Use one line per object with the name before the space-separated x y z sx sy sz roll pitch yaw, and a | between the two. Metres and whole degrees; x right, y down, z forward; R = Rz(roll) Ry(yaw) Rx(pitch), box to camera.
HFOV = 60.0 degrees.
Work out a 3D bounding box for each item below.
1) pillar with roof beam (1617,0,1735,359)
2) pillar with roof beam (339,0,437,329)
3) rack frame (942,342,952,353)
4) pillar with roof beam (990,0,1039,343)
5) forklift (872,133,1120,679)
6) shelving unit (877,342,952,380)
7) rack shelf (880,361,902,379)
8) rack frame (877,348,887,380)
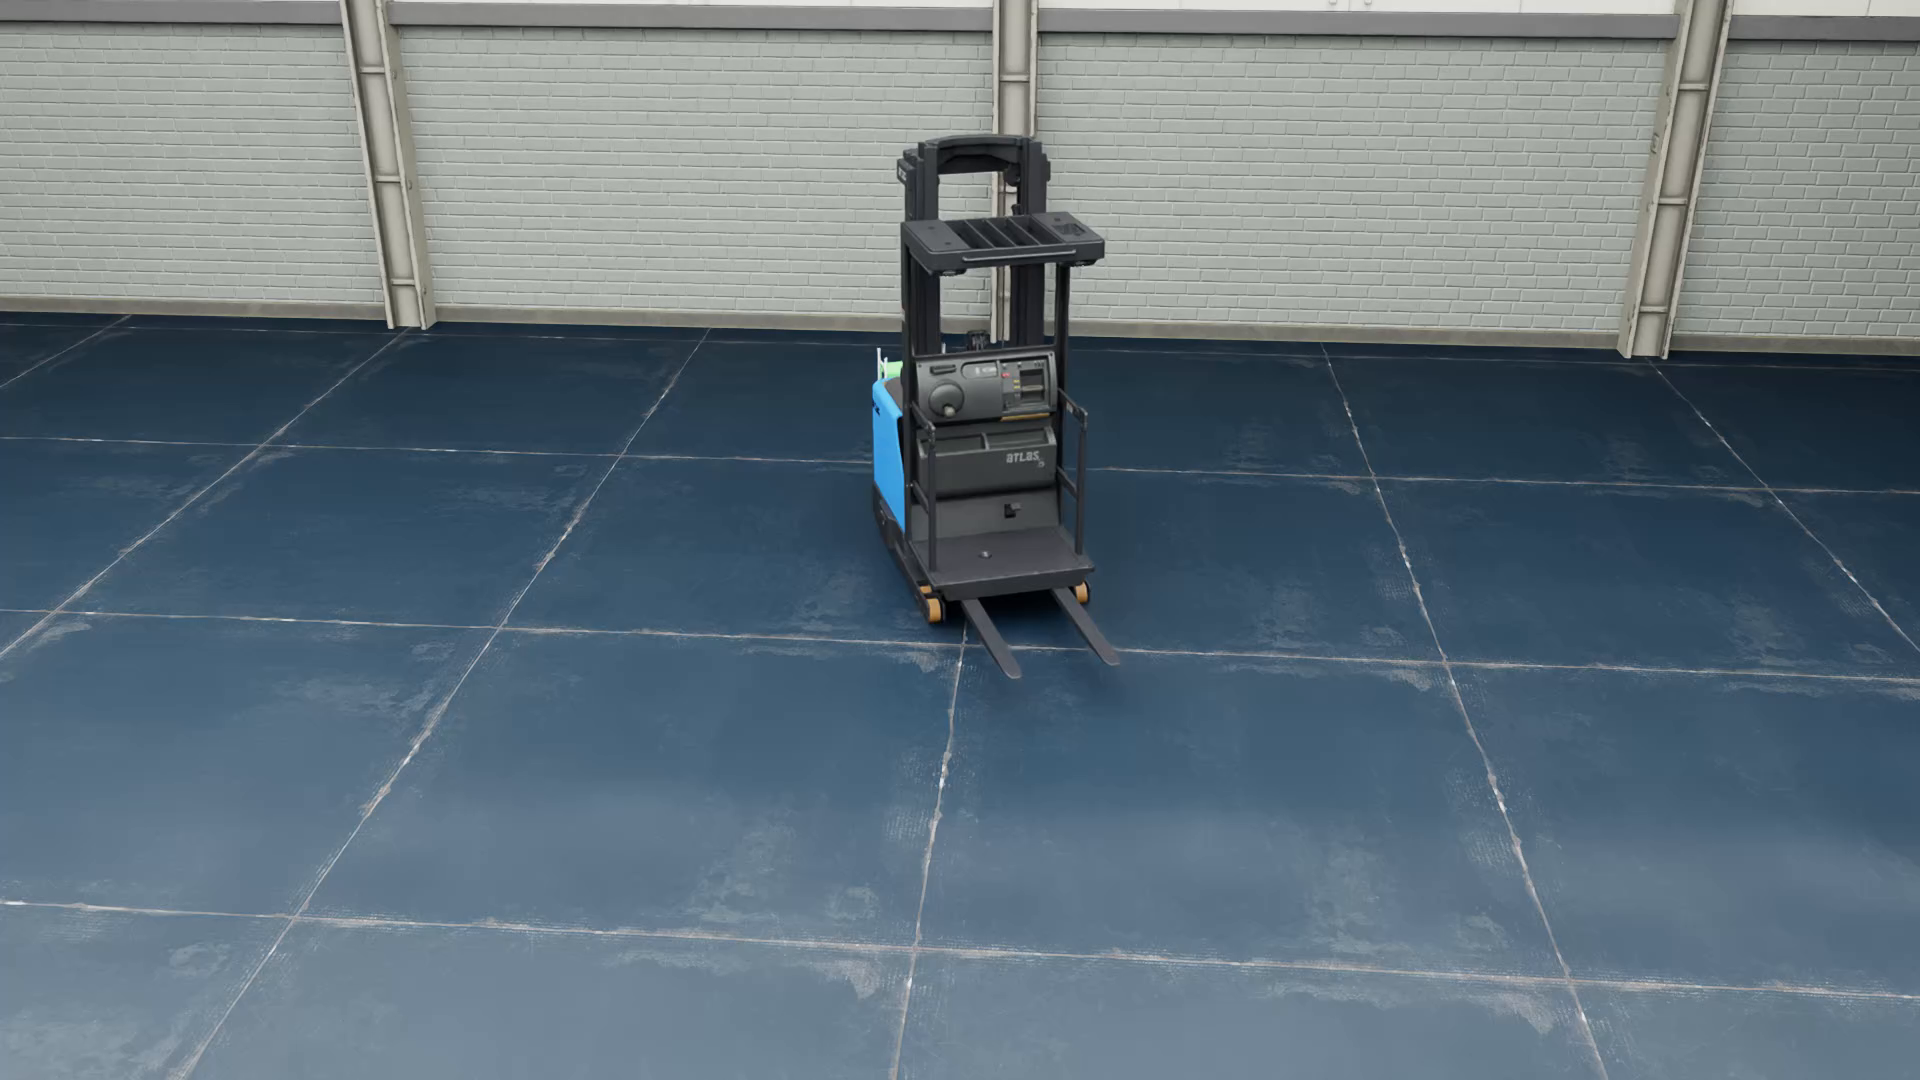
pillar with roof beam | 6.156 -4.070 10.041 0.400 9.000 9.100 2 25 4
pillar with roof beam | -5.809 -4.454 10.876 0.400 9.000 9.100 2 25 4
rack frame | -0.094 -0.865 12.406 0.015 1.200 0.240 -7 26 -14
pillar with roof beam | 0.173 -4.262 10.459 0.400 9.000 9.100 2 25 4
forklift | 0.232 -0.969 10.561 1.130 2.935 3.031 -6 25 -14
shelving unit | -0.329 -0.838 12.347 0.503 1.200 0.258 -7 26 -14
rack shelf | -0.329 -1.216 12.173 0.480 0.148 0.258 -7 26 -14
rack frame | -0.564 -0.811 12.288 0.015 1.200 0.240 -7 26 -14
